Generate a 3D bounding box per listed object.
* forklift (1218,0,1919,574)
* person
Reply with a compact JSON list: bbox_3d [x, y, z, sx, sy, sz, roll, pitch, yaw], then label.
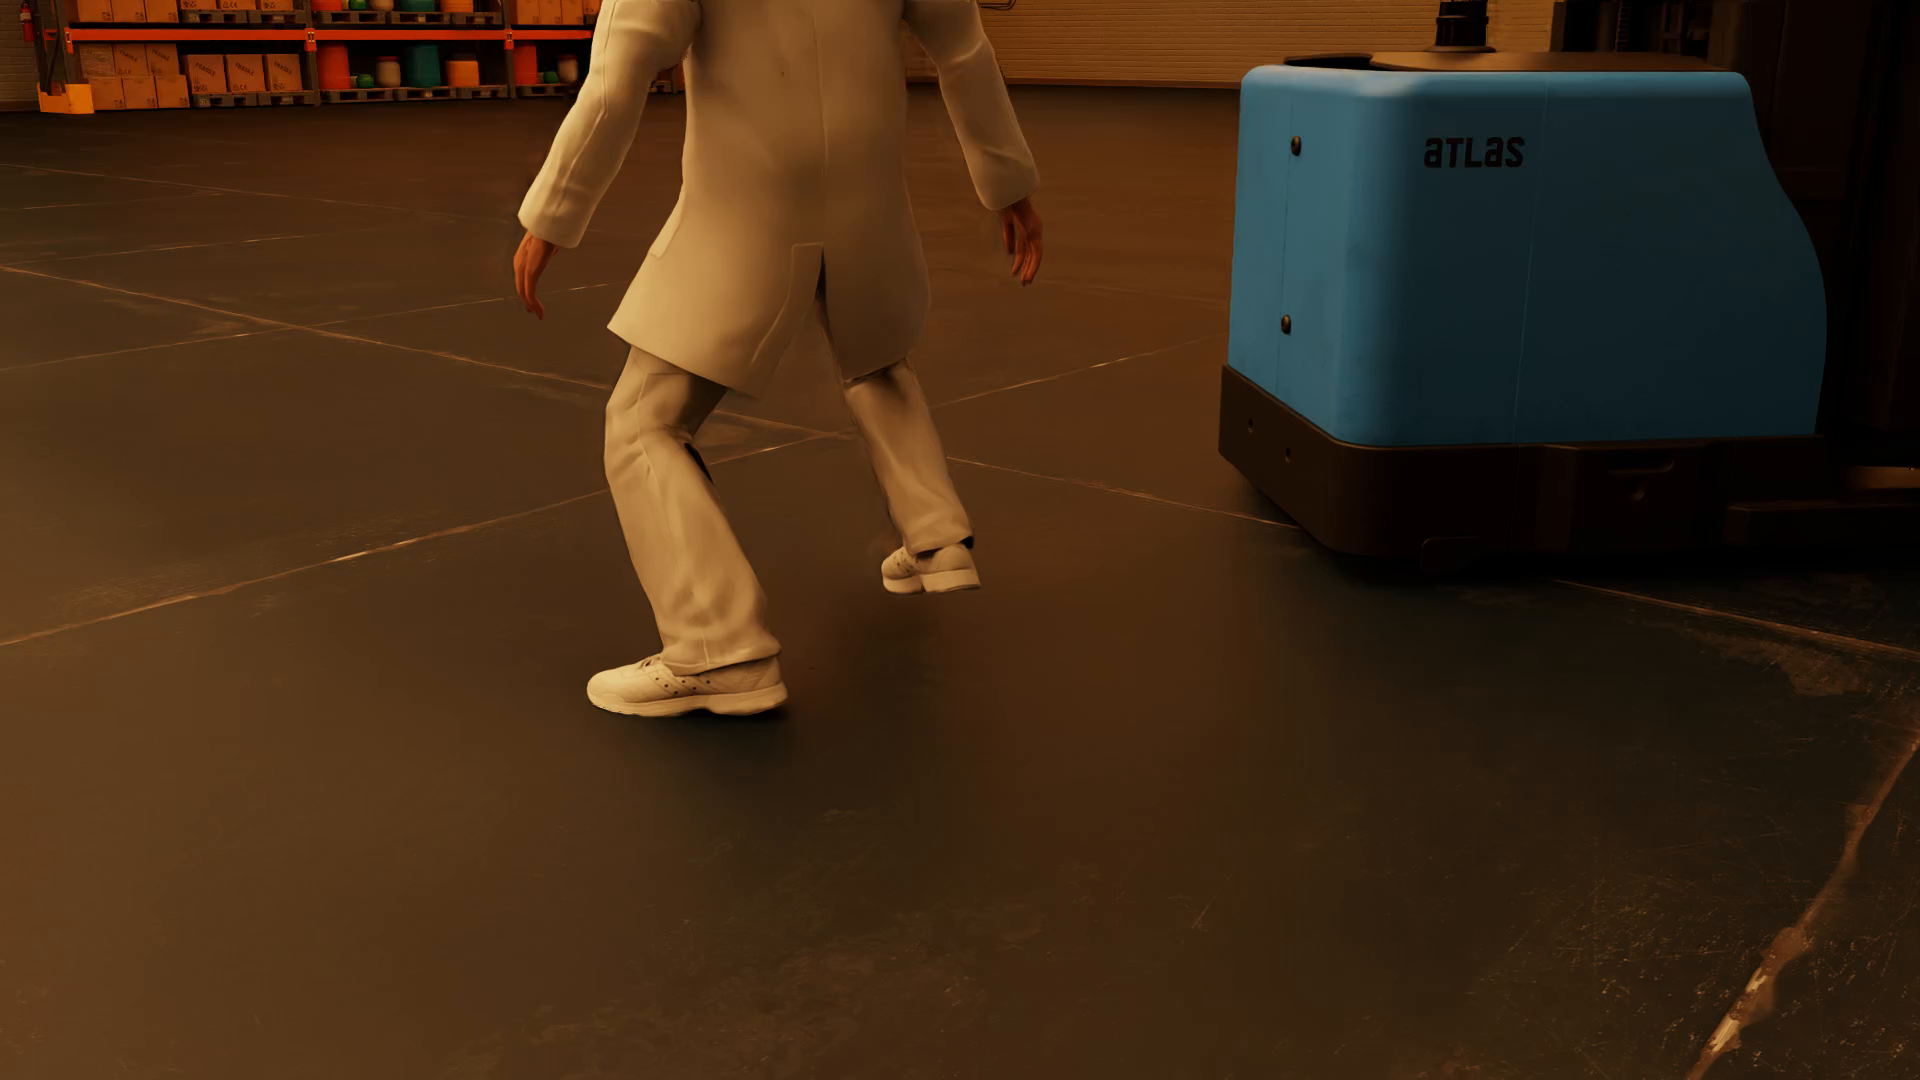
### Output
[{"bbox_3d":[2.250,-1.497,3.826,3.031,2.935,1.130,-2,17,-7],"label":"forklift"},{"bbox_3d":[-0.301,-0.572,2.990,0.962,1.674,0.590,-8,19,-25],"label":"person"}]
